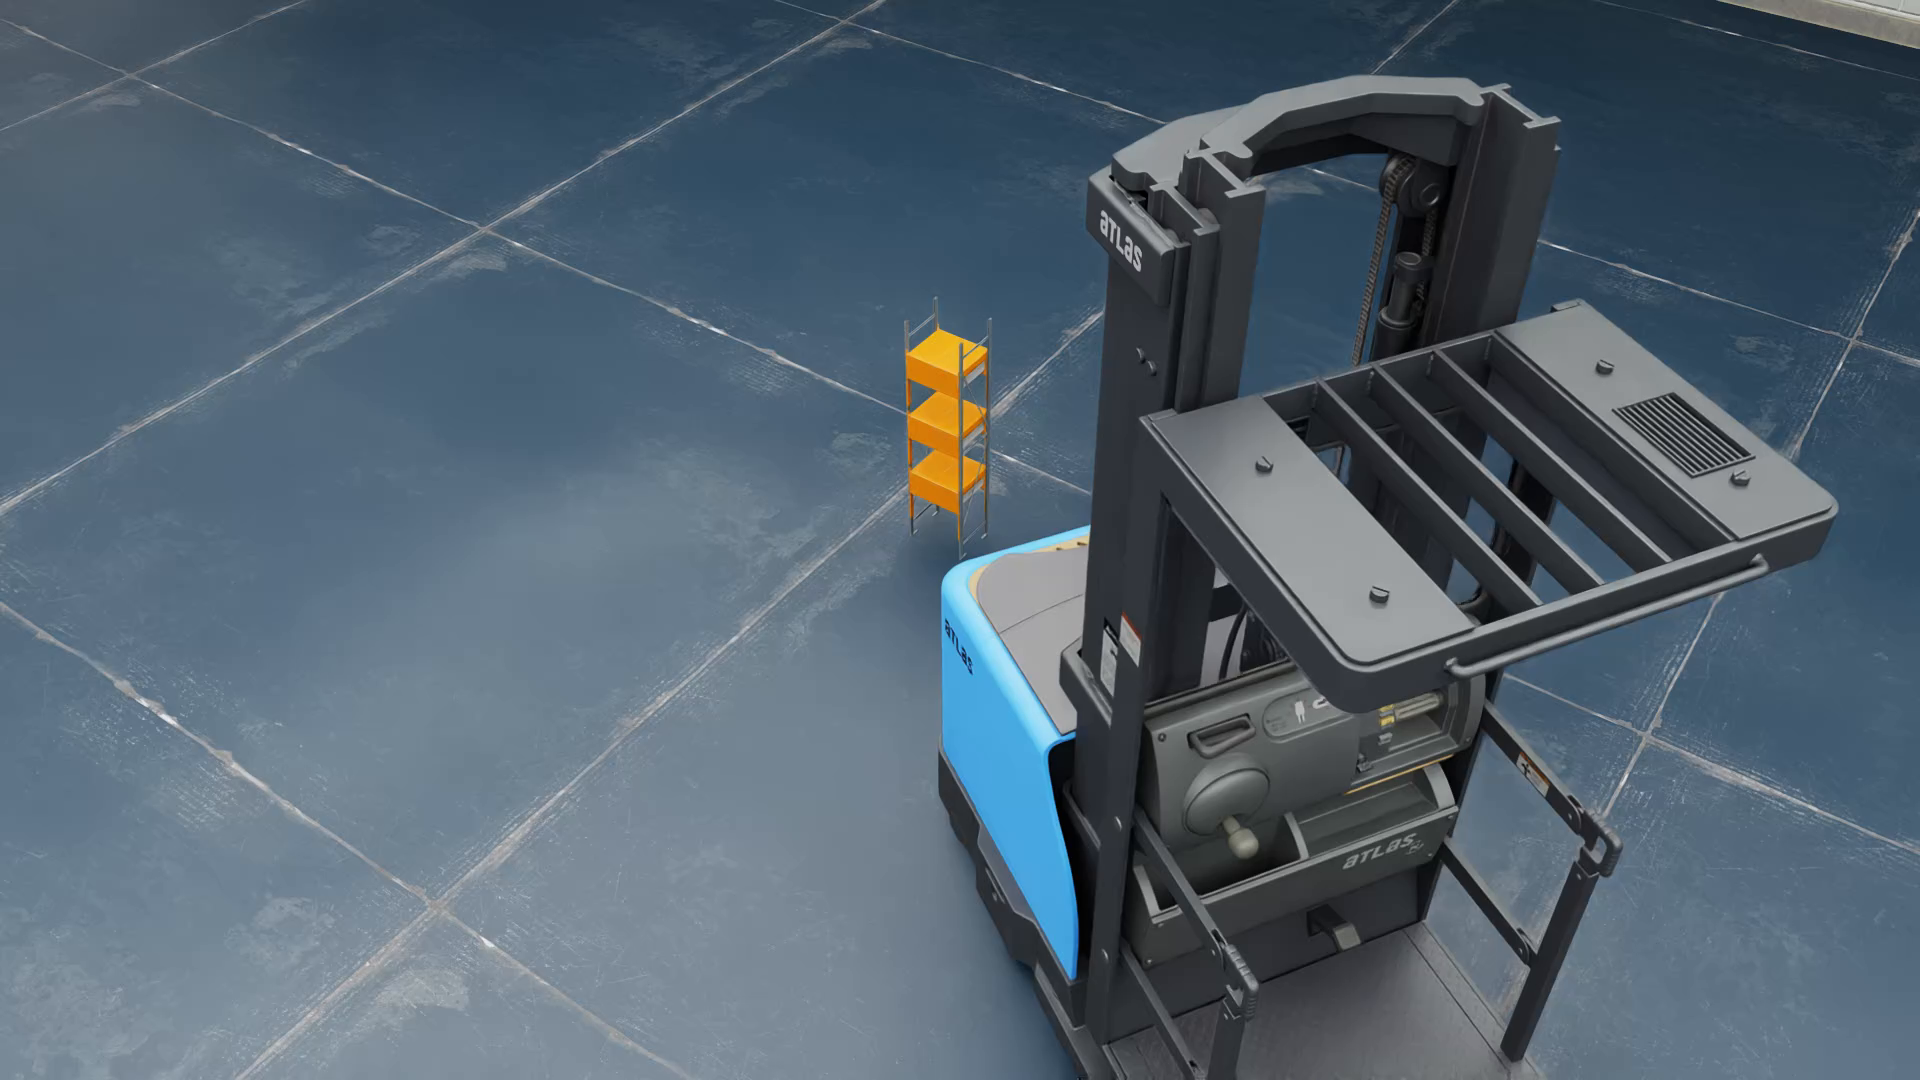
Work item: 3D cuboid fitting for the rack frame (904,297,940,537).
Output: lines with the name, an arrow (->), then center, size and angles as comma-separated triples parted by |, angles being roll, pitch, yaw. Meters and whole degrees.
rack frame -> -0.144, -0.458, 6.475 | 0.008, 1.050, 0.200 | 25, 48, 25

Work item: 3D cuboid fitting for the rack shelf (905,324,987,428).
rack shelf -> -0.044, -0.615, 6.241 | 0.240, 0.259, 0.215 | 25, 48, 25

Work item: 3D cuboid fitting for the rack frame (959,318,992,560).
rack frame -> 0.056, -0.365, 6.371 | 0.008, 1.050, 0.200 | 25, 48, 25

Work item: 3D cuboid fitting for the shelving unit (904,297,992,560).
shelving unit -> -0.044, -0.412, 6.423 | 0.252, 1.050, 0.215 | 25, 48, 25

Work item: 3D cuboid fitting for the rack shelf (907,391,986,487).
rack shelf -> -0.044, -0.404, 6.430 | 0.240, 0.259, 0.215 | 25, 48, 25

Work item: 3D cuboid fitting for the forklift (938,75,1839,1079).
forklift -> 0.971, 0.568, 3.917 | 1.130, 2.935, 3.031 | -16, 44, -17

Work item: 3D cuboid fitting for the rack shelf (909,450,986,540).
rack shelf -> -0.044, -0.197, 6.615 | 0.240, 0.259, 0.215 | 25, 48, 25
